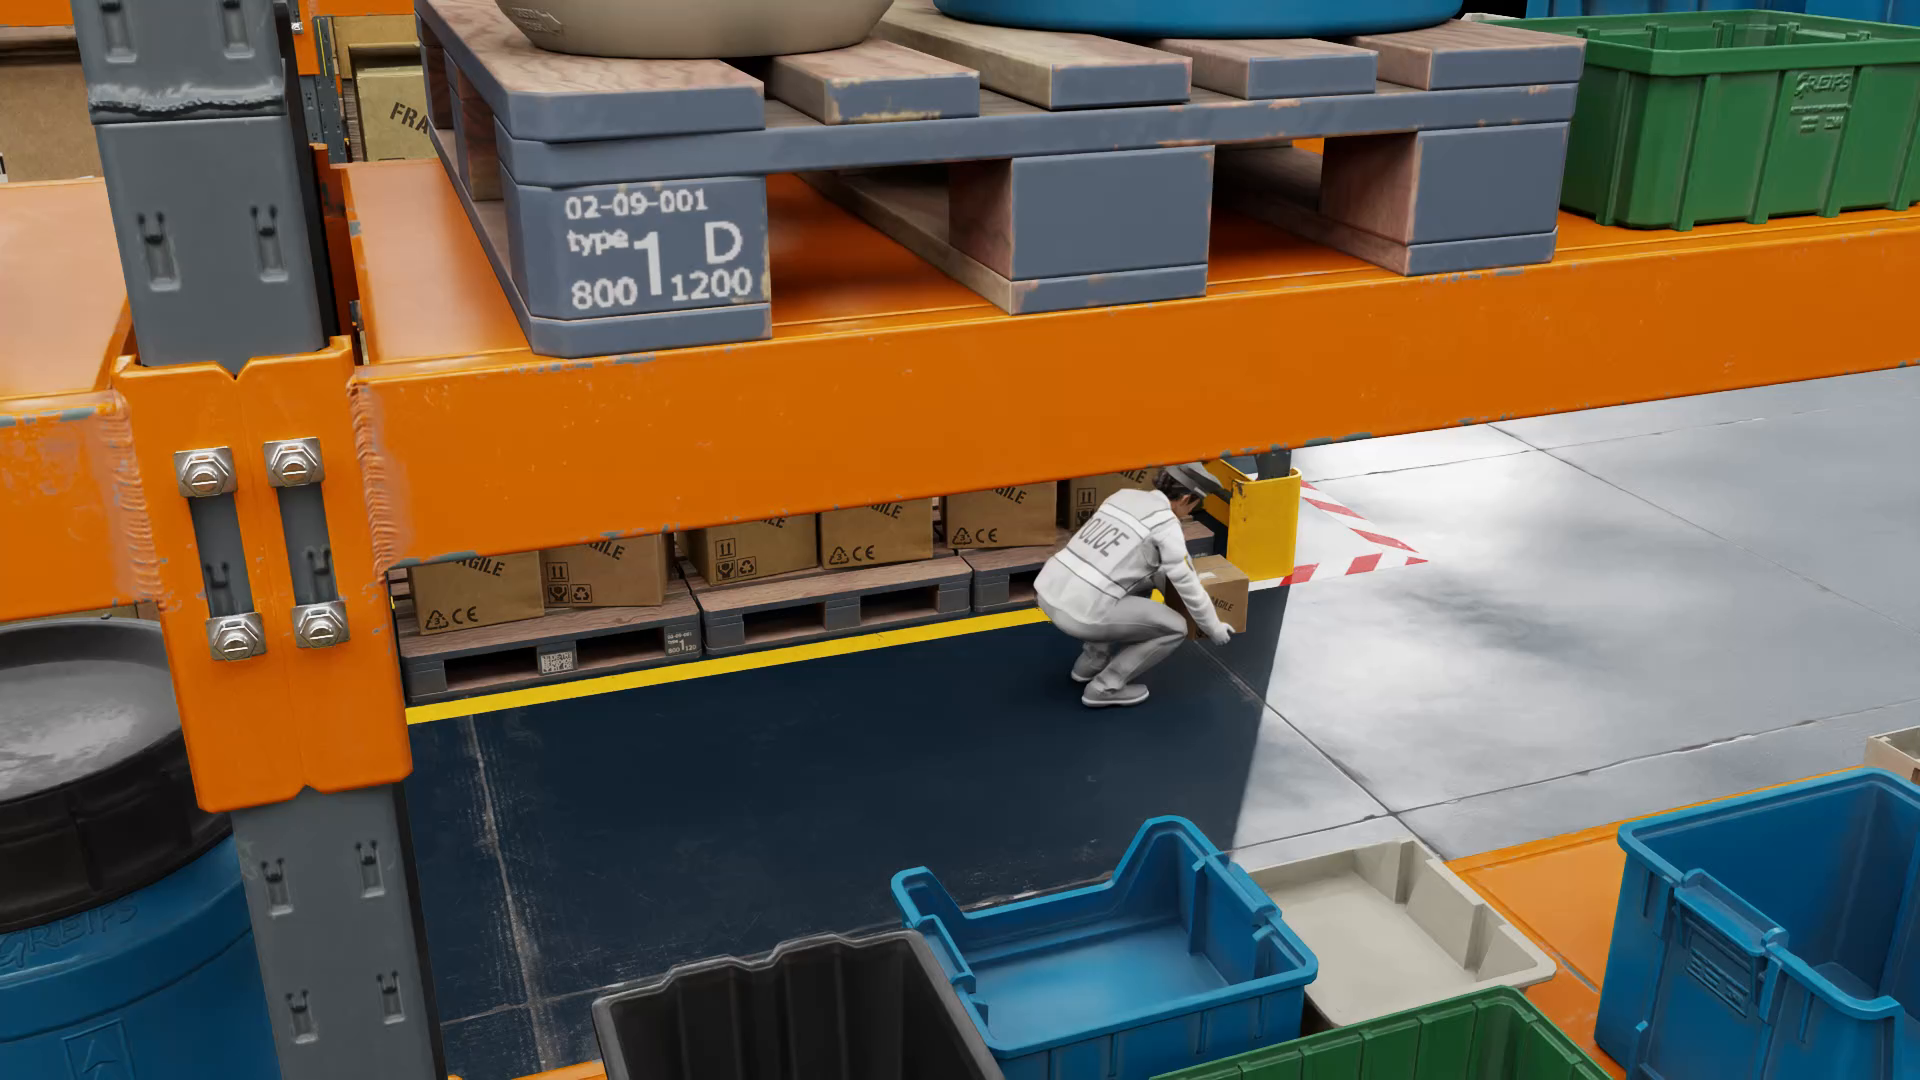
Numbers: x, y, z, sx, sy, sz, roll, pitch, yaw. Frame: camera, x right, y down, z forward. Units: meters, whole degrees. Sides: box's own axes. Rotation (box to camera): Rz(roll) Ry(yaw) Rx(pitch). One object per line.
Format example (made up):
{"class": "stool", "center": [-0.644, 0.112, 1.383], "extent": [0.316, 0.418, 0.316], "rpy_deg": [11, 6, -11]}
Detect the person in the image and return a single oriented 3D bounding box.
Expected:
{"class": "person", "center": [0.692, 0.145, 6.671], "extent": [0.820, 0.961, 0.507], "rpy_deg": [-9, 24, -20]}
